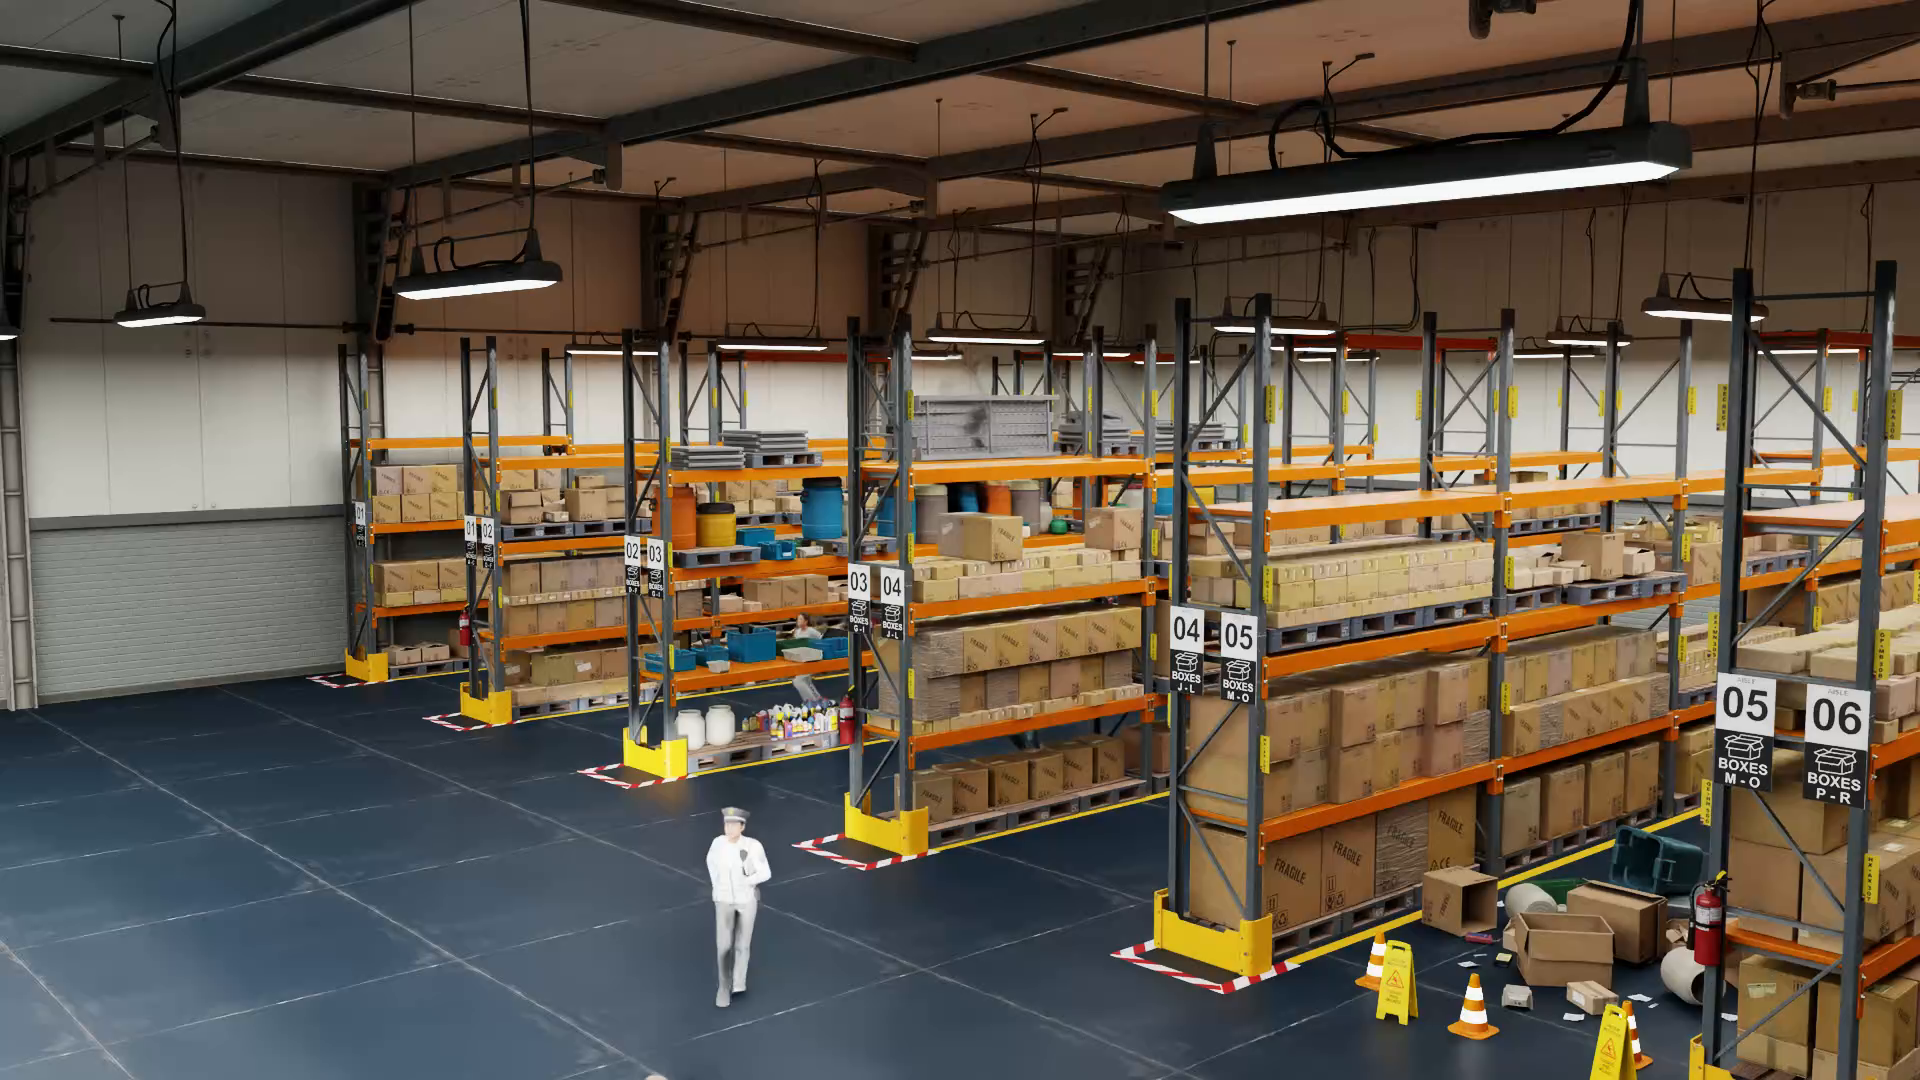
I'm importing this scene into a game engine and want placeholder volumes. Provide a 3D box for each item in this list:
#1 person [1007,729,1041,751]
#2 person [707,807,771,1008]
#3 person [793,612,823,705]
[{"bbox_3d":[0.877,2.271,22.541,0.680,1.716,0.720,4,6,37],"label":"person"},{"bbox_3d":[-1.879,3.085,14.015,0.581,1.730,0.684,0,5,0],"label":"person"},{"bbox_3d":[-2.464,1.962,26.488,0.744,1.643,0.531,-5,7,-42],"label":"person"}]
